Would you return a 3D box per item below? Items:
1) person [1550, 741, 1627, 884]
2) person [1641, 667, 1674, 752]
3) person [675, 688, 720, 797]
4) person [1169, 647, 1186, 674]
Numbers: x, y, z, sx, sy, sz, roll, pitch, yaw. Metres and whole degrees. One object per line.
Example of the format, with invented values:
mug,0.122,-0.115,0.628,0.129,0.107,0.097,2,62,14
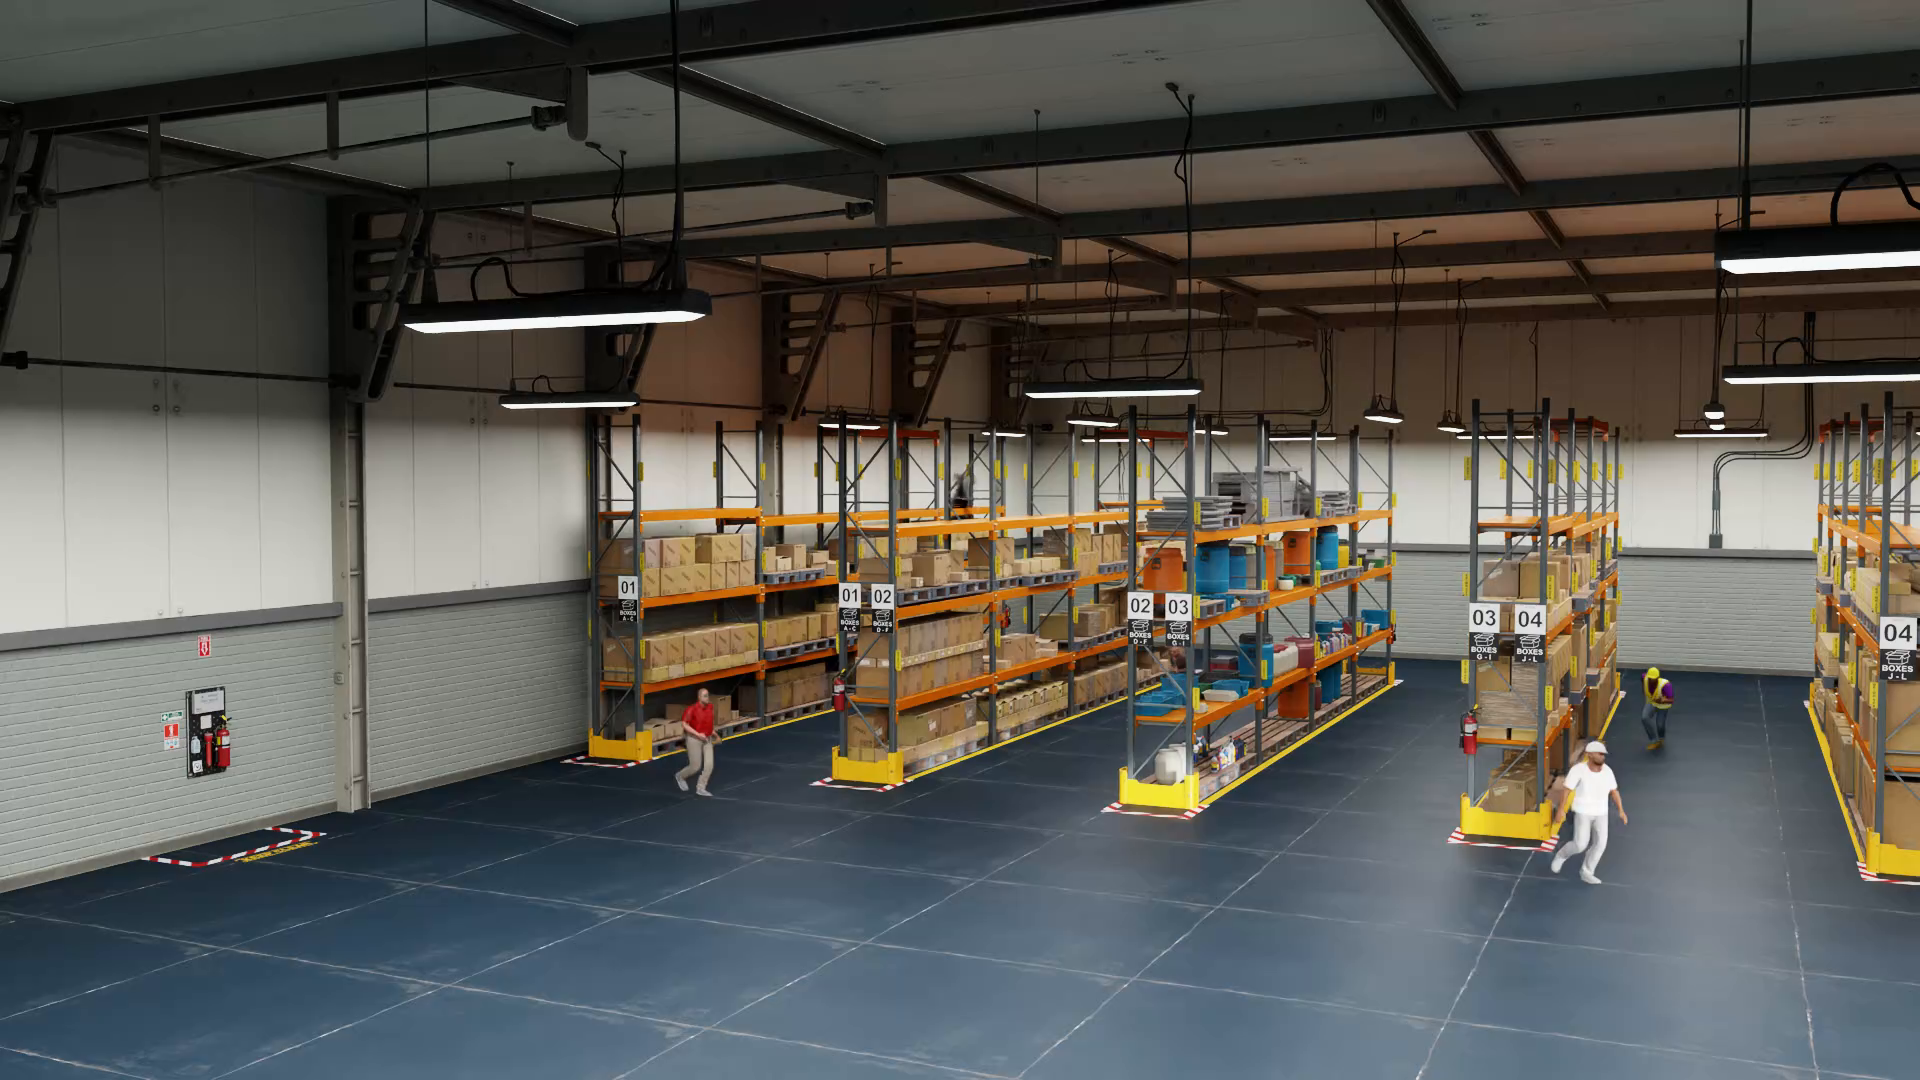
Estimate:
person,7.624,3.299,20.234,0.731,1.727,0.681,-1,2,-12
person,12.564,3.017,29.926,0.694,1.540,1.169,2,3,39
person,-4.074,3.118,25.720,0.772,1.678,0.663,2,3,41
person,4.543,2.853,33.848,0.695,1.557,1.240,2,3,38
